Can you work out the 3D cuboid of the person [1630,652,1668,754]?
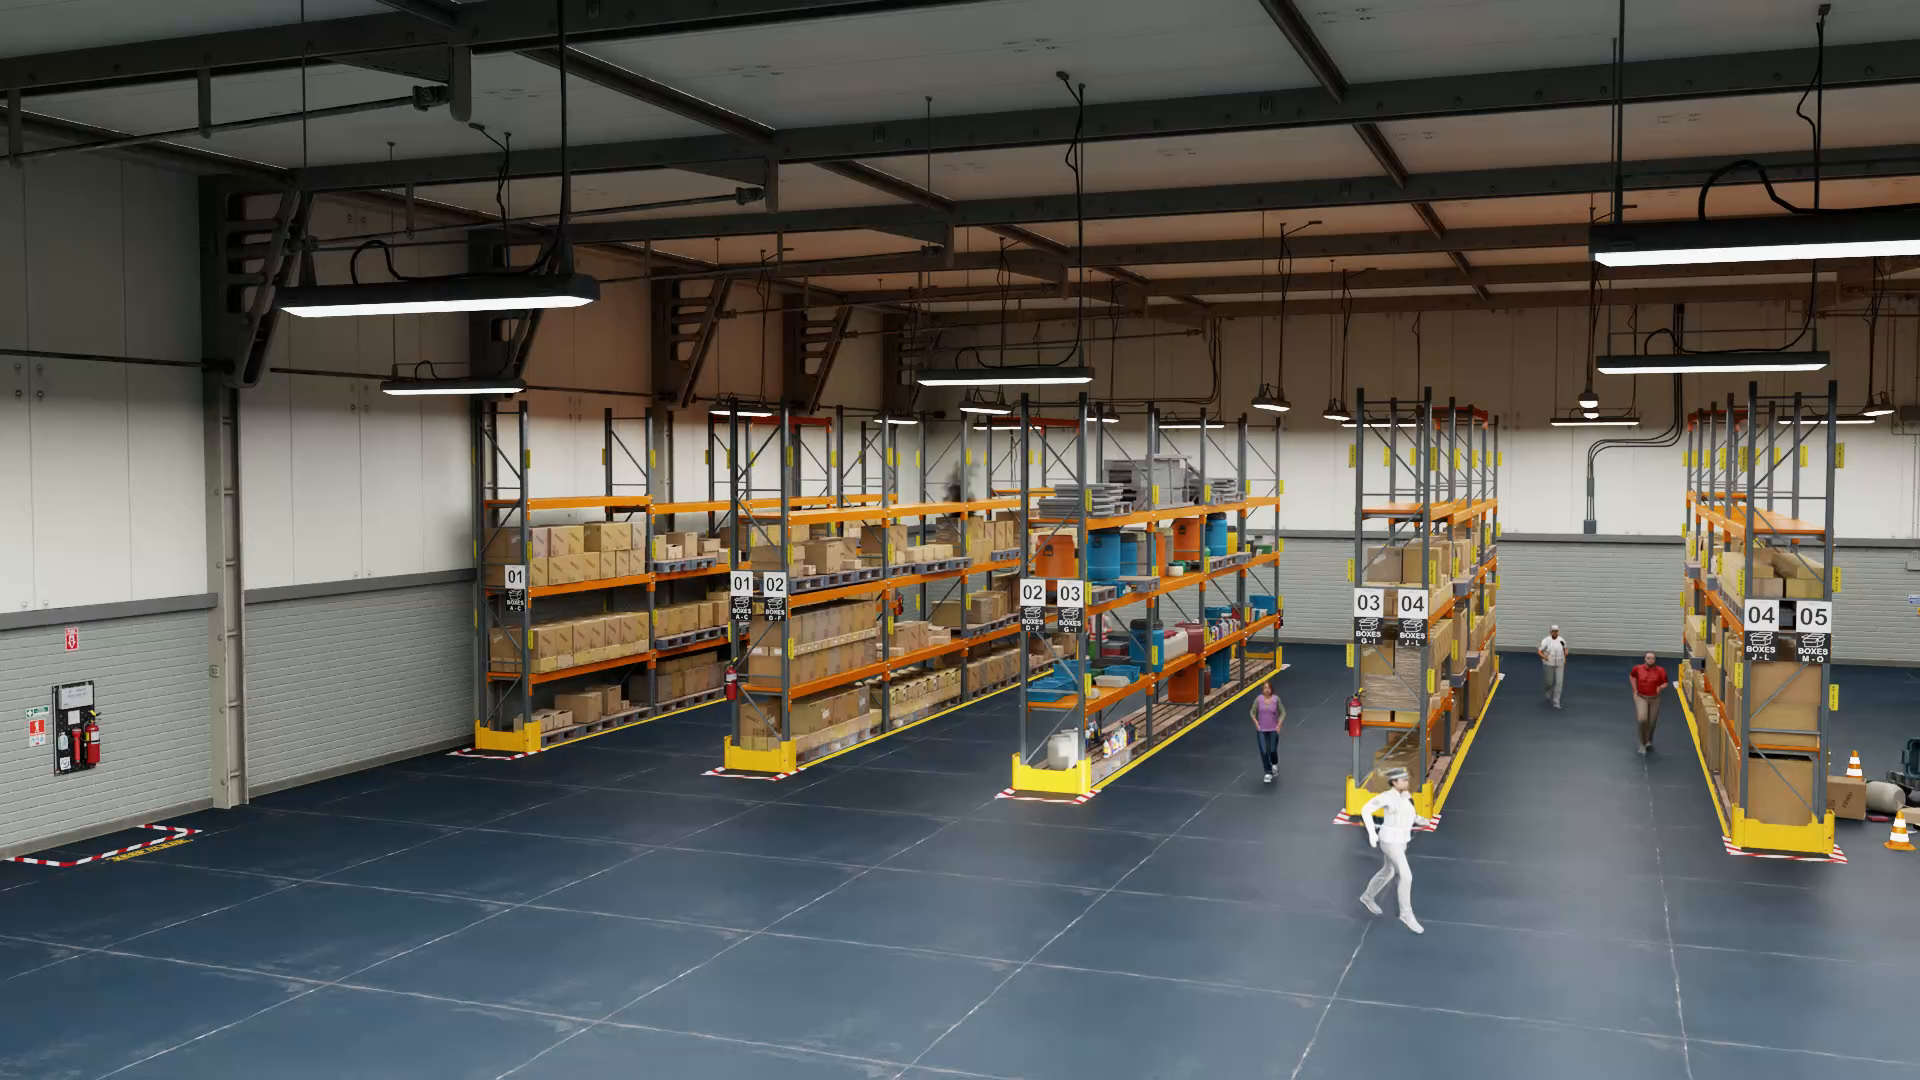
[{"bbox_3d":[11.766,2.785,28.386,0.570,1.777,0.832,1,3,12],"label":"person"}]

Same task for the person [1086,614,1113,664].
[{"bbox_3d":[3.085,2.293,37.023,0.646,1.824,0.933,1,3,13],"label":"person"}]

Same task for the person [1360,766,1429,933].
[{"bbox_3d":[4.652,3.276,17.870,0.580,1.738,0.850,-3,4,-44],"label":"person"}]

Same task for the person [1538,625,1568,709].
[{"bbox_3d":[12.043,2.549,33.729,0.609,1.657,0.825,0,3,9],"label":"person"}]

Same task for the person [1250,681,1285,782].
[{"bbox_3d":[4.762,2.966,25.804,0.543,1.567,0.530,1,3,16],"label":"person"}]
